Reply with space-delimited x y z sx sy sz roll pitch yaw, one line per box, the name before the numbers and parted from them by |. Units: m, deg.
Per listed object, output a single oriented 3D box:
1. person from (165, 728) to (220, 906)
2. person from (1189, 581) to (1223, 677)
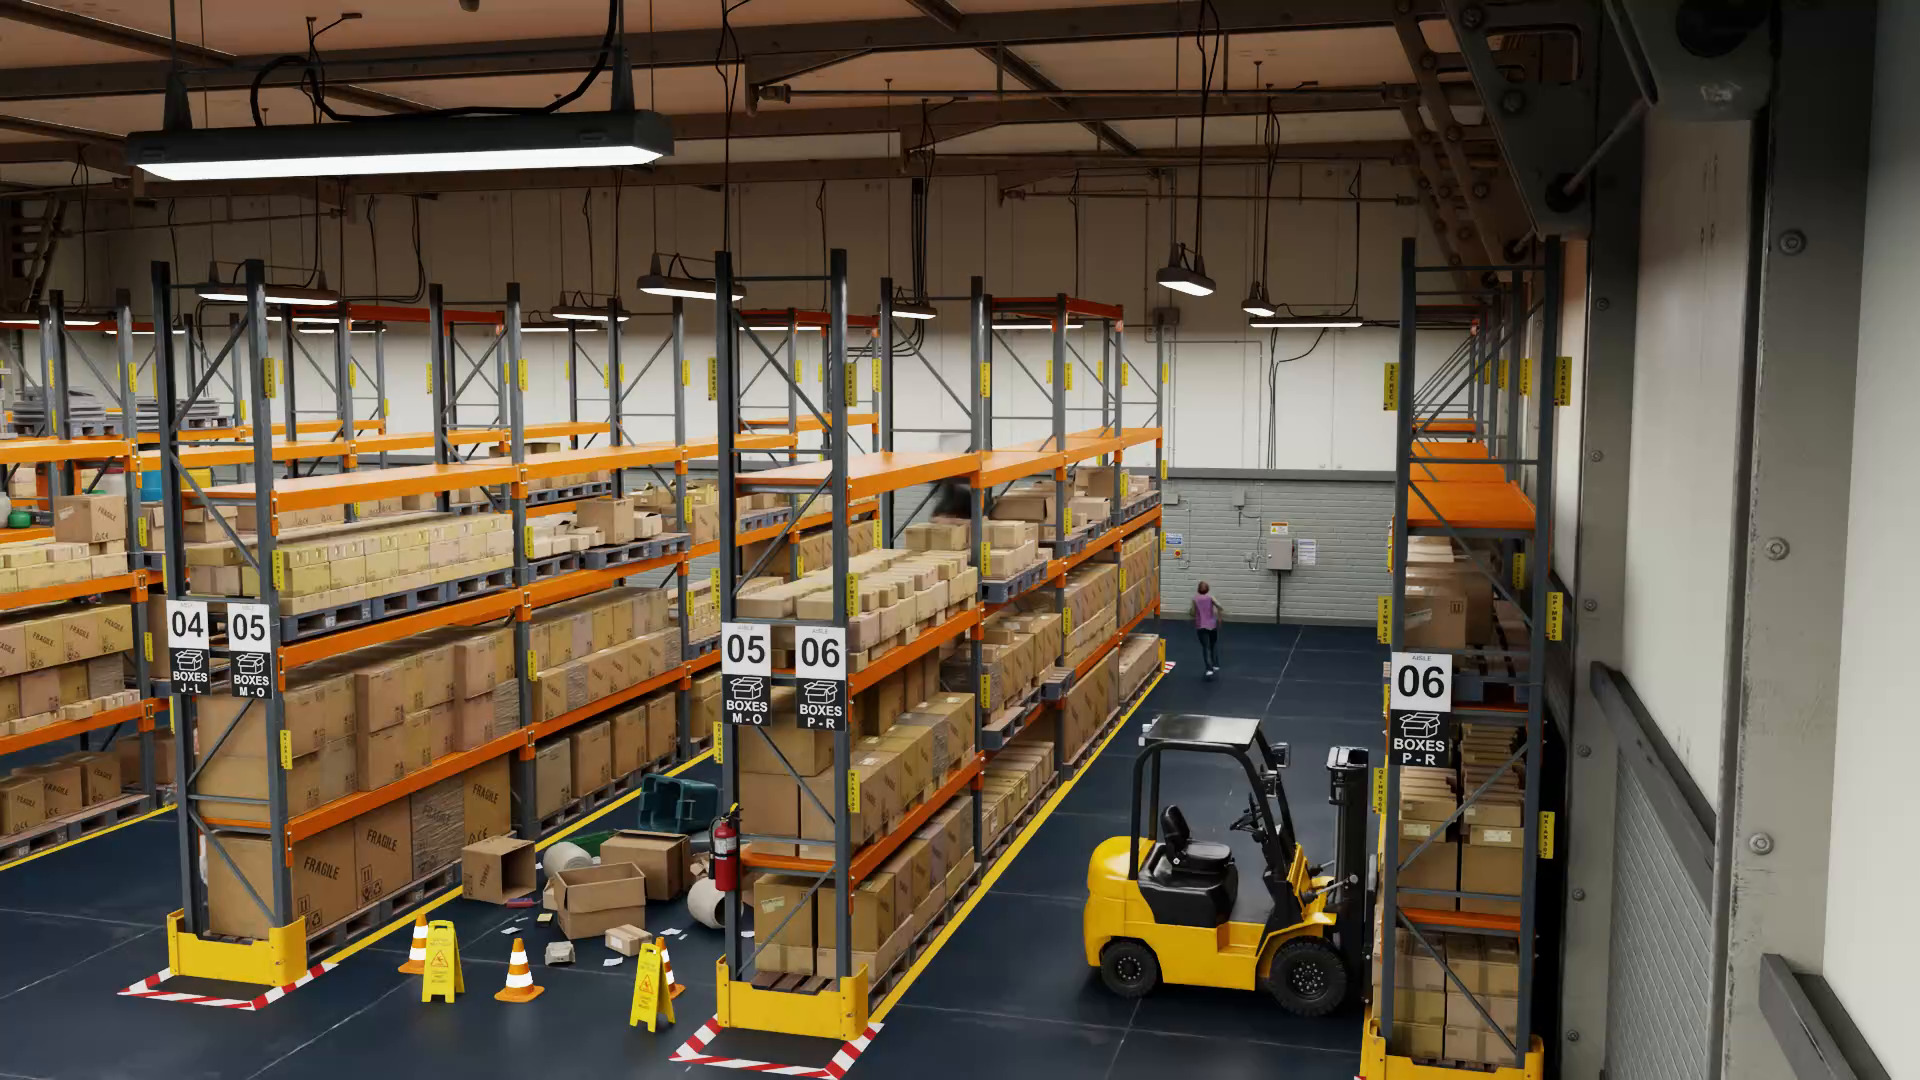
person | -7.090 2.641 15.564 0.634 1.786 0.645 1 6 9
person | 4.048 1.490 27.413 0.539 1.611 0.735 0 6 4
